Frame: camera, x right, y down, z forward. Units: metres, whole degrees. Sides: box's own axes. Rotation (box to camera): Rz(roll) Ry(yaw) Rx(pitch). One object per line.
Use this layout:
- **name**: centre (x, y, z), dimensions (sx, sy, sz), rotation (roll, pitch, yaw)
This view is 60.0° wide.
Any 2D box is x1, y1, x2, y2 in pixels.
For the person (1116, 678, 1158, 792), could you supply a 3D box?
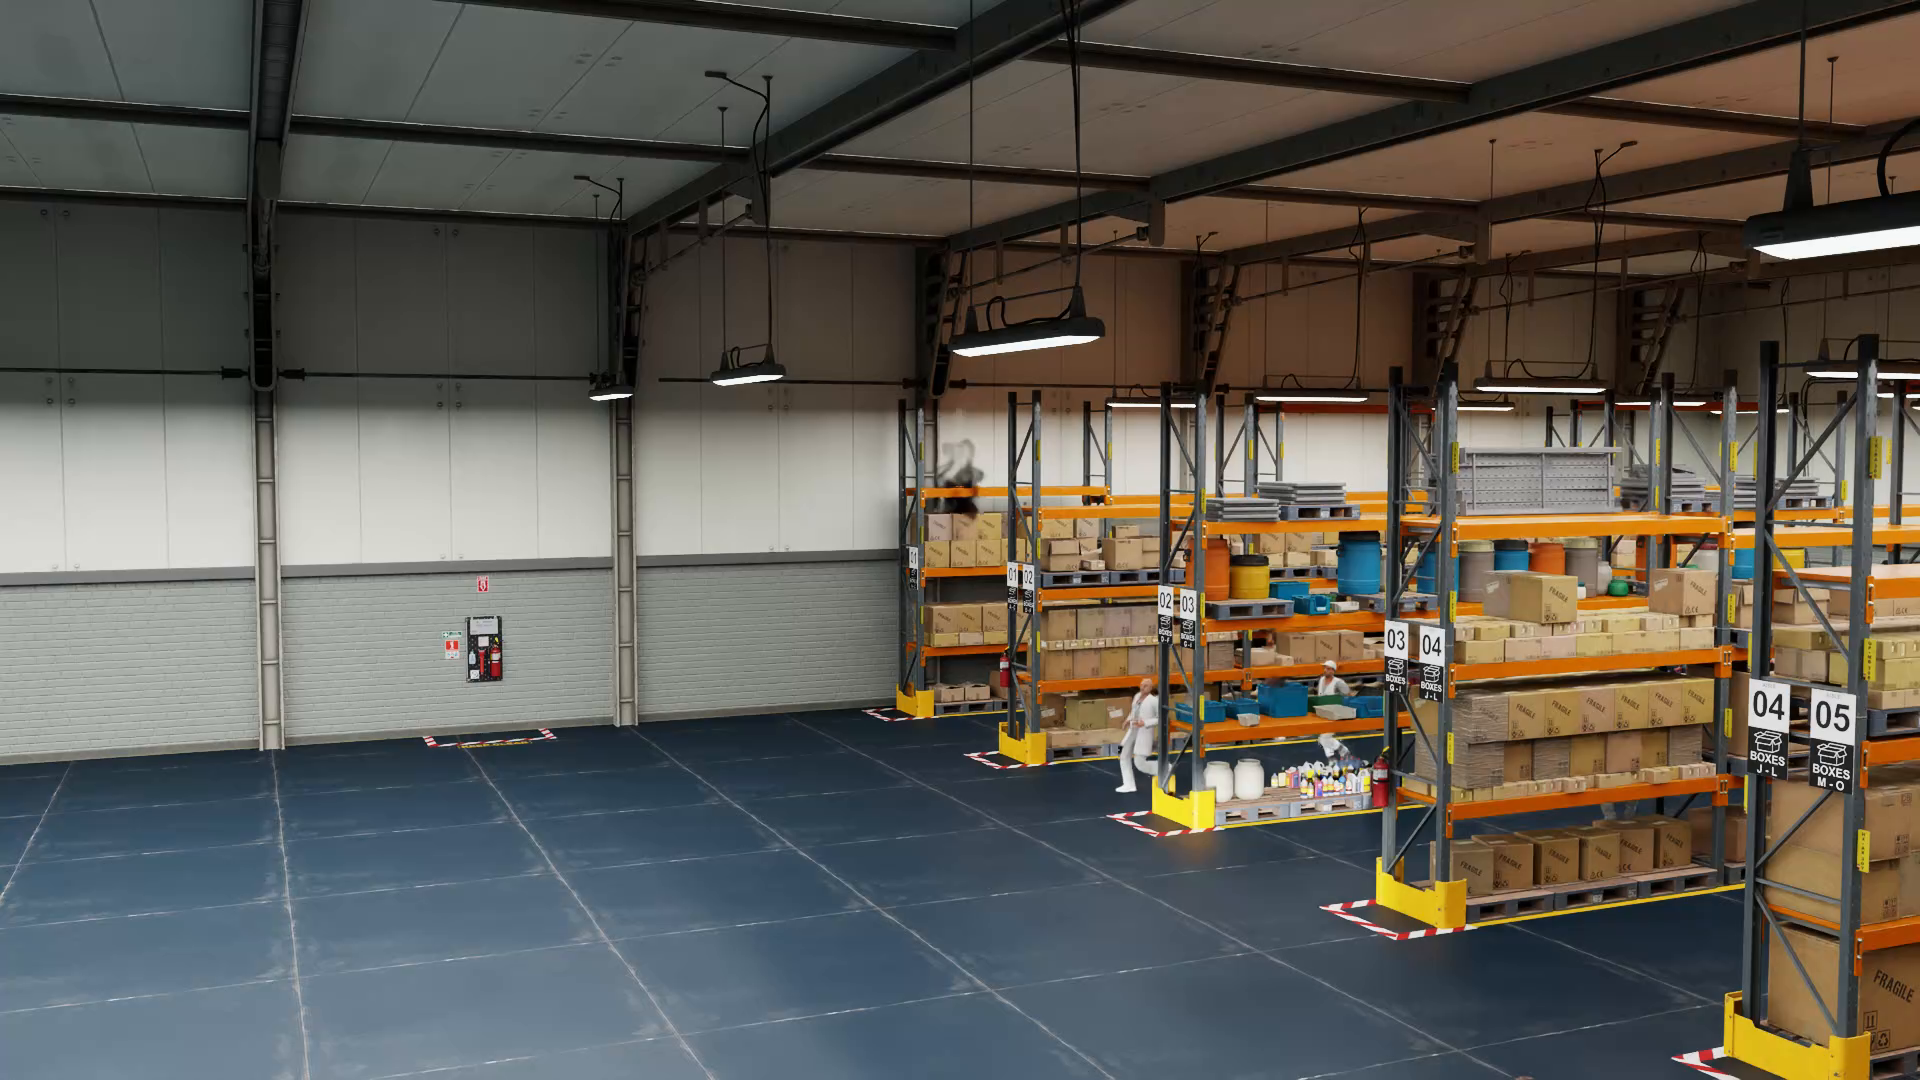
- **person**: centre (2.722, 2.886, 24.521), dimensions (0.768, 1.710, 0.736), rotation (-3, 4, -38)

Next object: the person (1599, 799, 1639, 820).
- **person**: centre (8.799, 2.995, 22.364), dimensions (0.603, 1.746, 0.665), rotation (-1, 4, -24)

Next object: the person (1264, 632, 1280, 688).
- **person**: centre (5.803, 2.524, 31.092), dimensions (0.520, 1.628, 0.567), rotation (-1, 4, -23)

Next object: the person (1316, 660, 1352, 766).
- **person**: centre (5.785, 2.761, 26.130), dimensions (0.618, 1.750, 0.635), rotation (-2, 4, -29)
